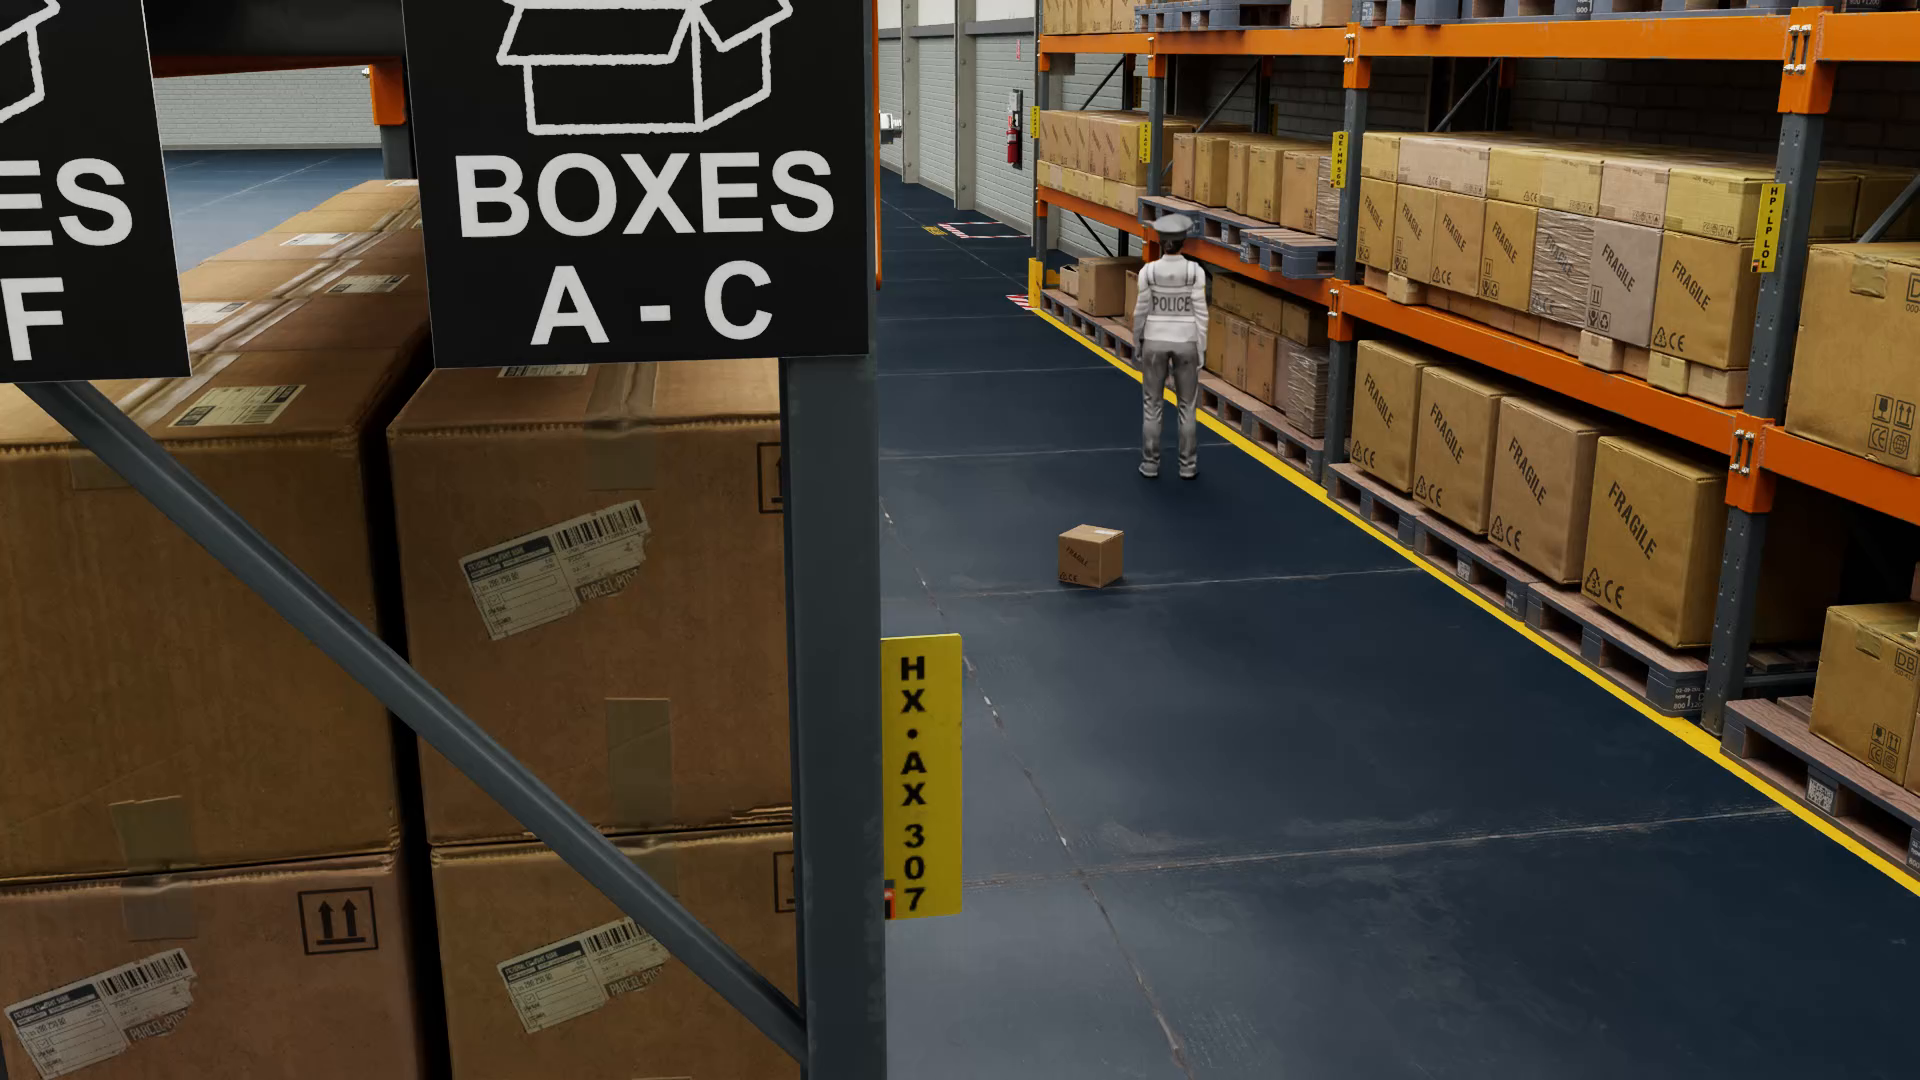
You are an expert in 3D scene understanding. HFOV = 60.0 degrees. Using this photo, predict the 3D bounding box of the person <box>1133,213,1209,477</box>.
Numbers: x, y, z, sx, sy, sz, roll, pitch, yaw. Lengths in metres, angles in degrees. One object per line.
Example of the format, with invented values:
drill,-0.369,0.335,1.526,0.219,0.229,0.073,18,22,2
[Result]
person,1.338,-1.224,10.613,0.478,1.694,0.392,2,17,7
